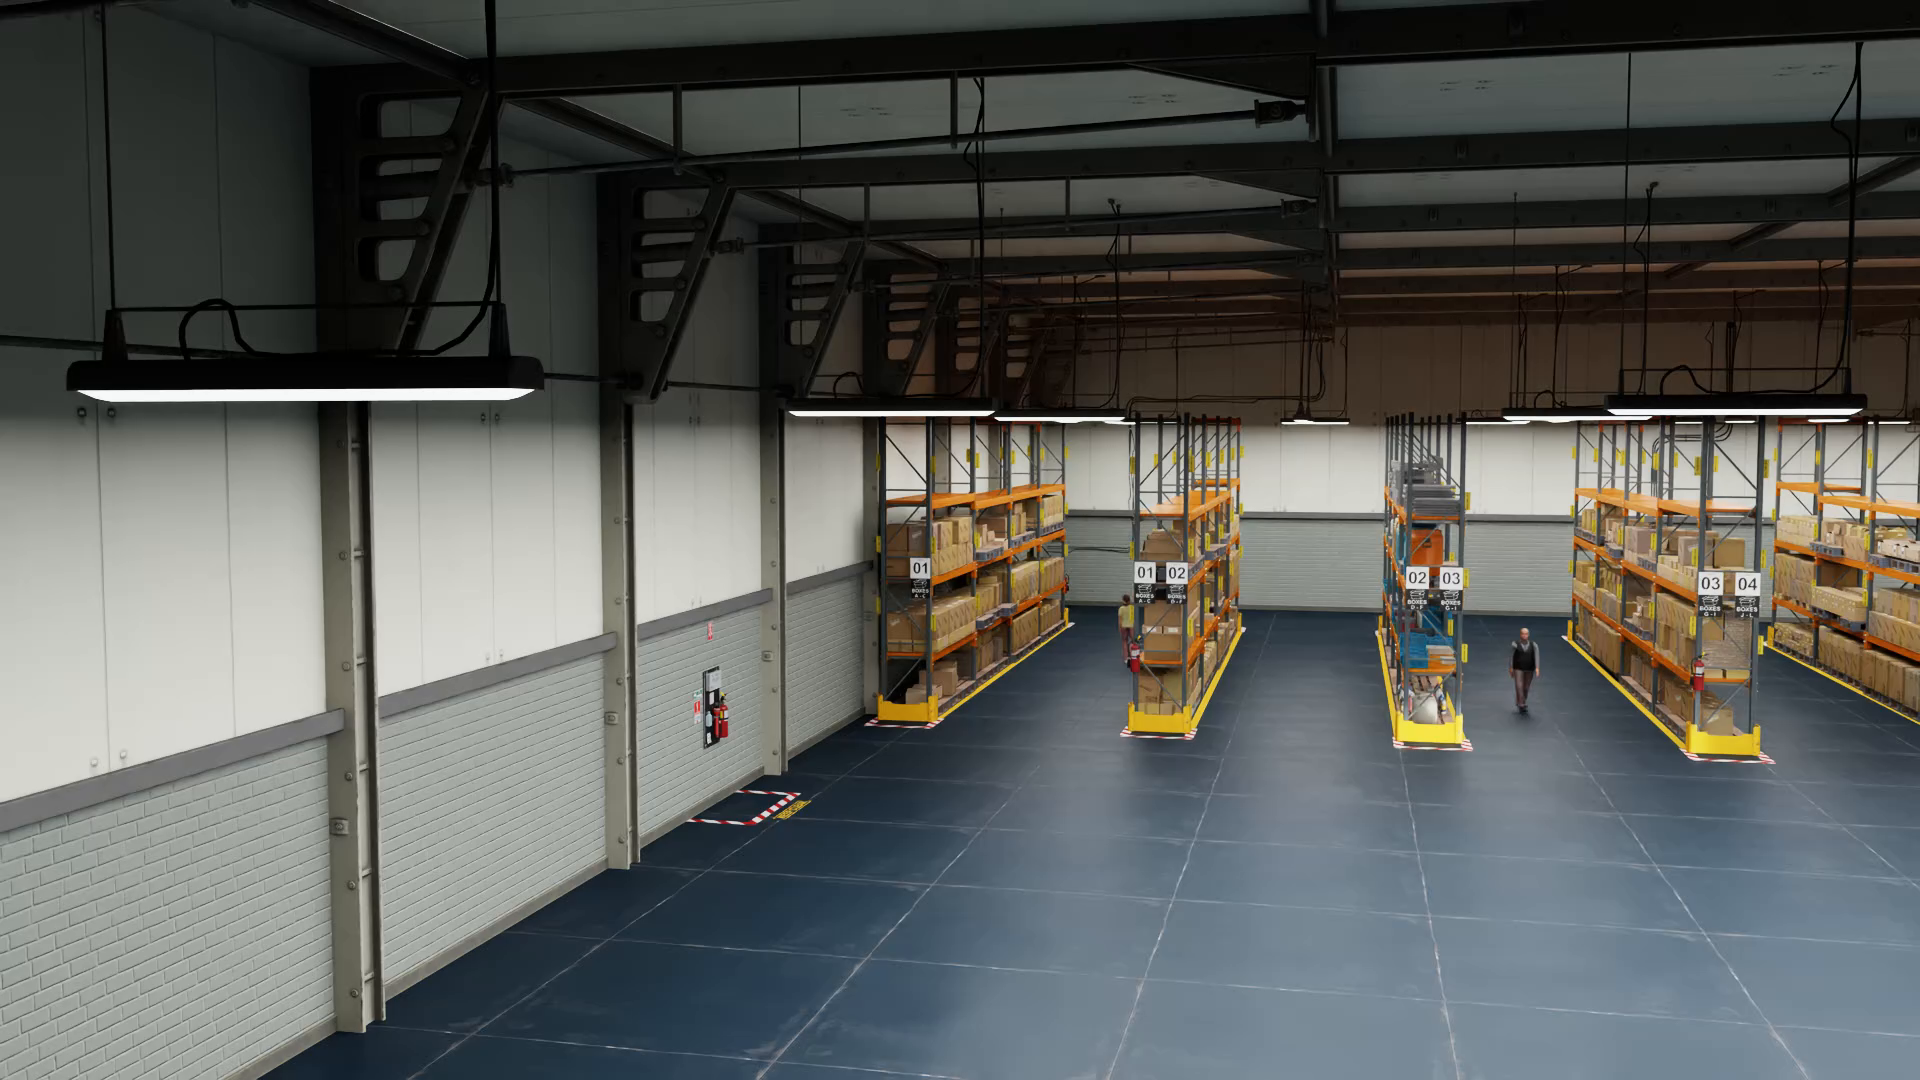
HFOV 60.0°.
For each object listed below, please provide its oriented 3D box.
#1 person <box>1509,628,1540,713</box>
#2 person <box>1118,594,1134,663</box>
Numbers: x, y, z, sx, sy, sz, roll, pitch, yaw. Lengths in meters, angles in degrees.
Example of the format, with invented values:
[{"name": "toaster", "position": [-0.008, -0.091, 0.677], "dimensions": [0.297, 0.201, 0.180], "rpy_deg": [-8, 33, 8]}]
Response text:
[{"name": "person", "position": [11.336, 2.610, 33.355], "dimensions": [0.559, 1.665, 1.033], "rpy_deg": [0, 4, 5]}, {"name": "person", "position": [4.100, 2.160, 40.401], "dimensions": [0.514, 1.669, 0.498], "rpy_deg": [0, 4, 6]}]
